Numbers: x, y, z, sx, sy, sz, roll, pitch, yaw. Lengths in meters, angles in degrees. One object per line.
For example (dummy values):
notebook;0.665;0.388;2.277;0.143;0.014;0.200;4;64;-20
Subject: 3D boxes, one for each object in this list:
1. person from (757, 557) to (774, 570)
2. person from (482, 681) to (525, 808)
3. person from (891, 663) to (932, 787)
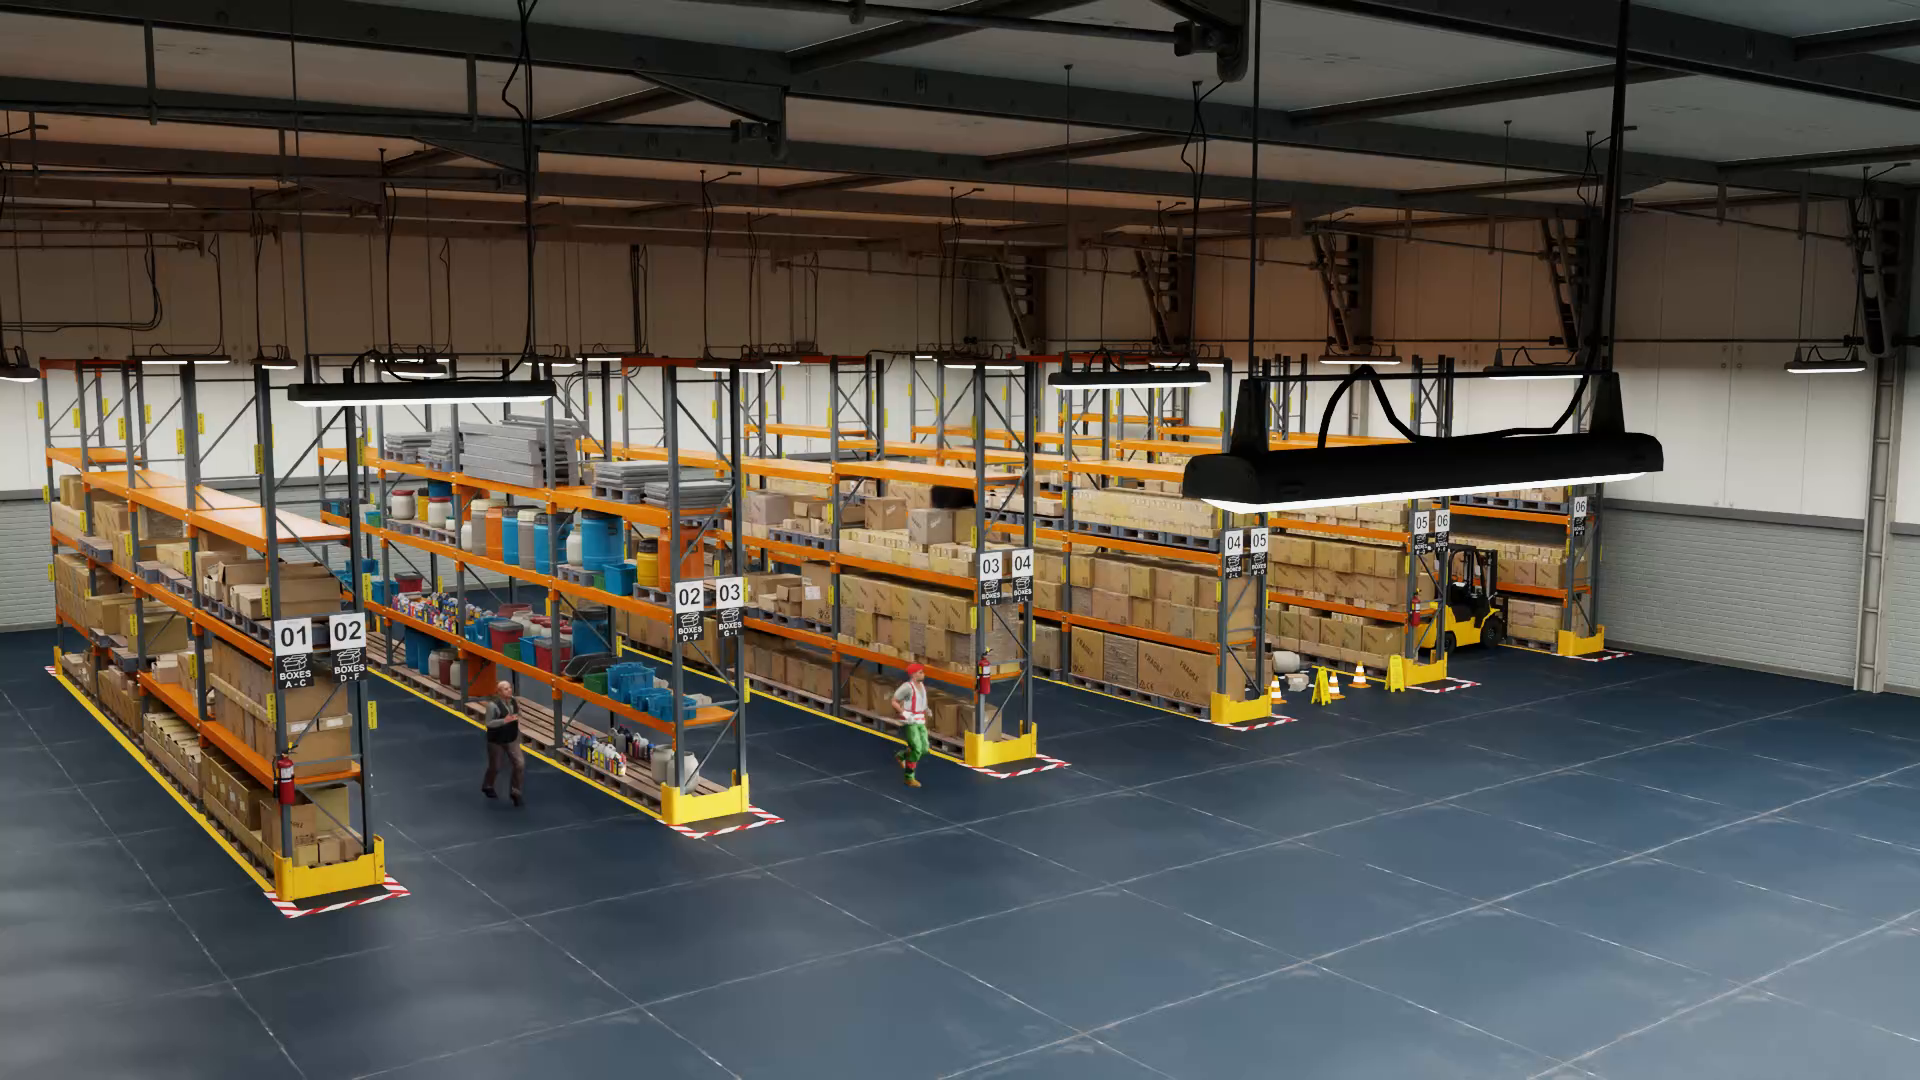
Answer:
person;-4.988;0.286;43.308;0.708;1.723;0.678;3;8;26
person;-6.251;2.785;22.653;0.859;1.781;0.639;6;9;41
person;-0.690;2.624;23.970;0.682;1.715;0.681;5;9;38
